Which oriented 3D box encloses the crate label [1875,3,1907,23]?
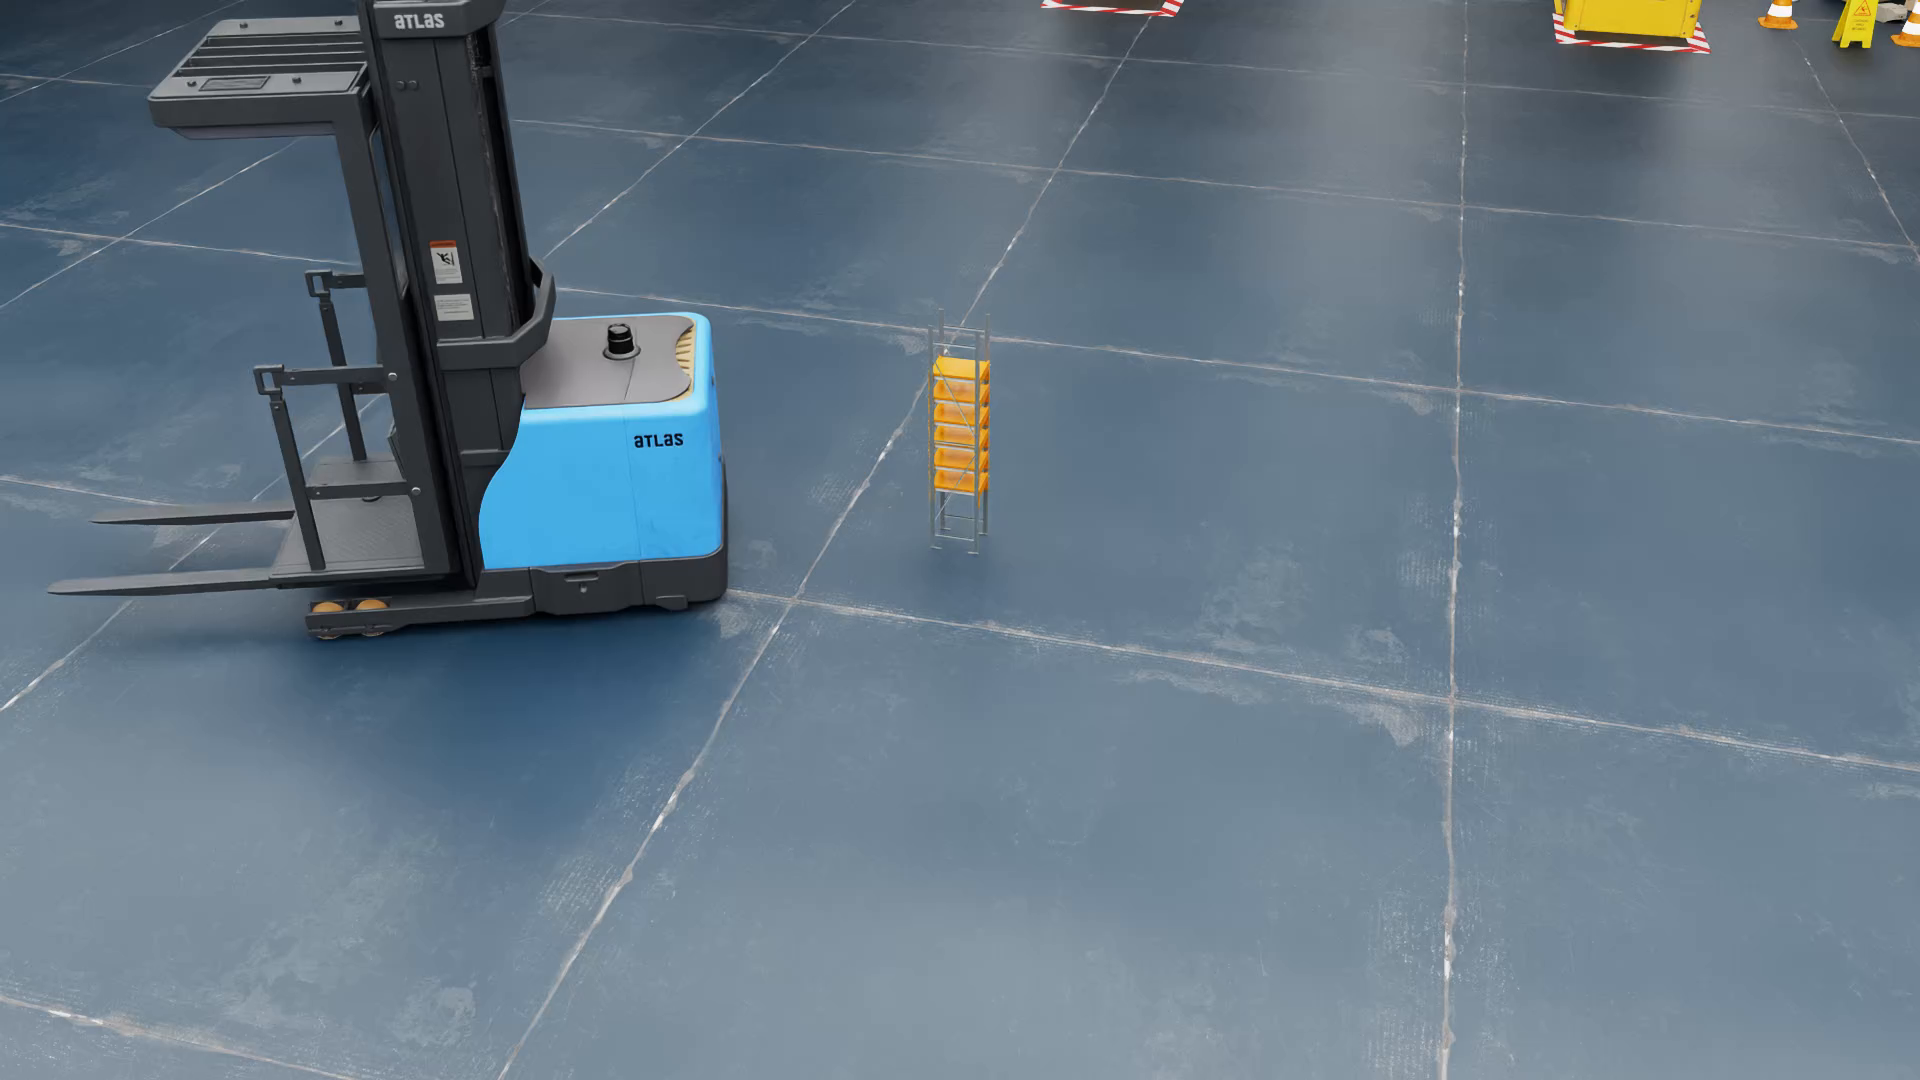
[{"bbox_3d":[9.068,-5.145,16.215,0.250,0.136,0.298,-8,33,-13],"label":"crate label"}]

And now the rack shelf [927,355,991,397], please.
[{"bbox_3d":[-0.004,-0.765,7.747,0.258,0.103,0.180,8,33,12],"label":"rack shelf"}]

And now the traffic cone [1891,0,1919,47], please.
[{"bbox_3d":[8.928,-4.866,15.472,0.336,0.463,0.334,8,33,12],"label":"traffic cone"}]

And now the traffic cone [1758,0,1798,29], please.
[{"bbox_3d":[7.922,-5.196,15.992,0.336,0.463,0.334,8,33,12],"label":"traffic cone"}]

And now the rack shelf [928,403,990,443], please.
[{"bbox_3d":[-0.004,-0.563,7.876,0.258,0.103,0.180,8,33,12],"label":"rack shelf"}]

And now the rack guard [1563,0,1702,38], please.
[{"bbox_3d":[6.407,-5.117,15.833,1.175,0.500,0.348,8,33,12],"label":"rack guard"}]

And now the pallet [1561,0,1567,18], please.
[{"bbox_3d":[6.541,-5.433,16.600,1.003,0.211,1.213,8,33,12],"label":"pallet"}]

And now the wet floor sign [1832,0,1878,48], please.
[{"bbox_3d":[8.321,-4.906,15.366,0.267,0.644,0.232,3,33,4],"label":"wet floor sign"}]

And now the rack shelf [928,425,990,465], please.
[{"bbox_3d":[-0.004,-0.461,7.940,0.258,0.103,0.180,8,33,12],"label":"rack shelf"}]

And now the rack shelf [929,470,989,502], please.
[{"bbox_3d":[-0.004,-0.259,8.069,0.258,0.103,0.180,8,33,12],"label":"rack shelf"}]

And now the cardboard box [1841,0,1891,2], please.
[{"bbox_3d":[9.224,-5.765,16.850,0.797,0.503,0.637,-14,35,-21],"label":"cardboard box"}]

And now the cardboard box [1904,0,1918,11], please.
[{"bbox_3d":[9.606,-5.315,16.471,0.380,0.149,0.250,28,42,36],"label":"cardboard box"}]

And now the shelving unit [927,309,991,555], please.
[{"bbox_3d":[-0.004,-0.499,7.916,0.258,1.200,0.189,8,33,12],"label":"shelving unit"}]

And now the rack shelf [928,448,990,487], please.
[{"bbox_3d":[-0.004,-0.360,8.005,0.258,0.103,0.180,8,33,12],"label":"rack shelf"}]

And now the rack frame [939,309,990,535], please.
[{"bbox_3d":[0.020,-0.546,7.991,0.240,1.200,0.006,8,33,12],"label":"rack frame"}]

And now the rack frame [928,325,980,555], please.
[{"bbox_3d":[-0.027,-0.451,7.842,0.240,1.200,0.006,8,33,12],"label":"rack frame"}]

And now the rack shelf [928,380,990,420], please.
[{"bbox_3d":[-0.004,-0.664,7.811,0.258,0.103,0.180,8,33,12],"label":"rack shelf"}]

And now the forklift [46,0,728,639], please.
[{"bbox_3d":[-2.641,-1.087,7.228,3.031,2.935,1.130,-4,33,-6],"label":"forklift"}]
